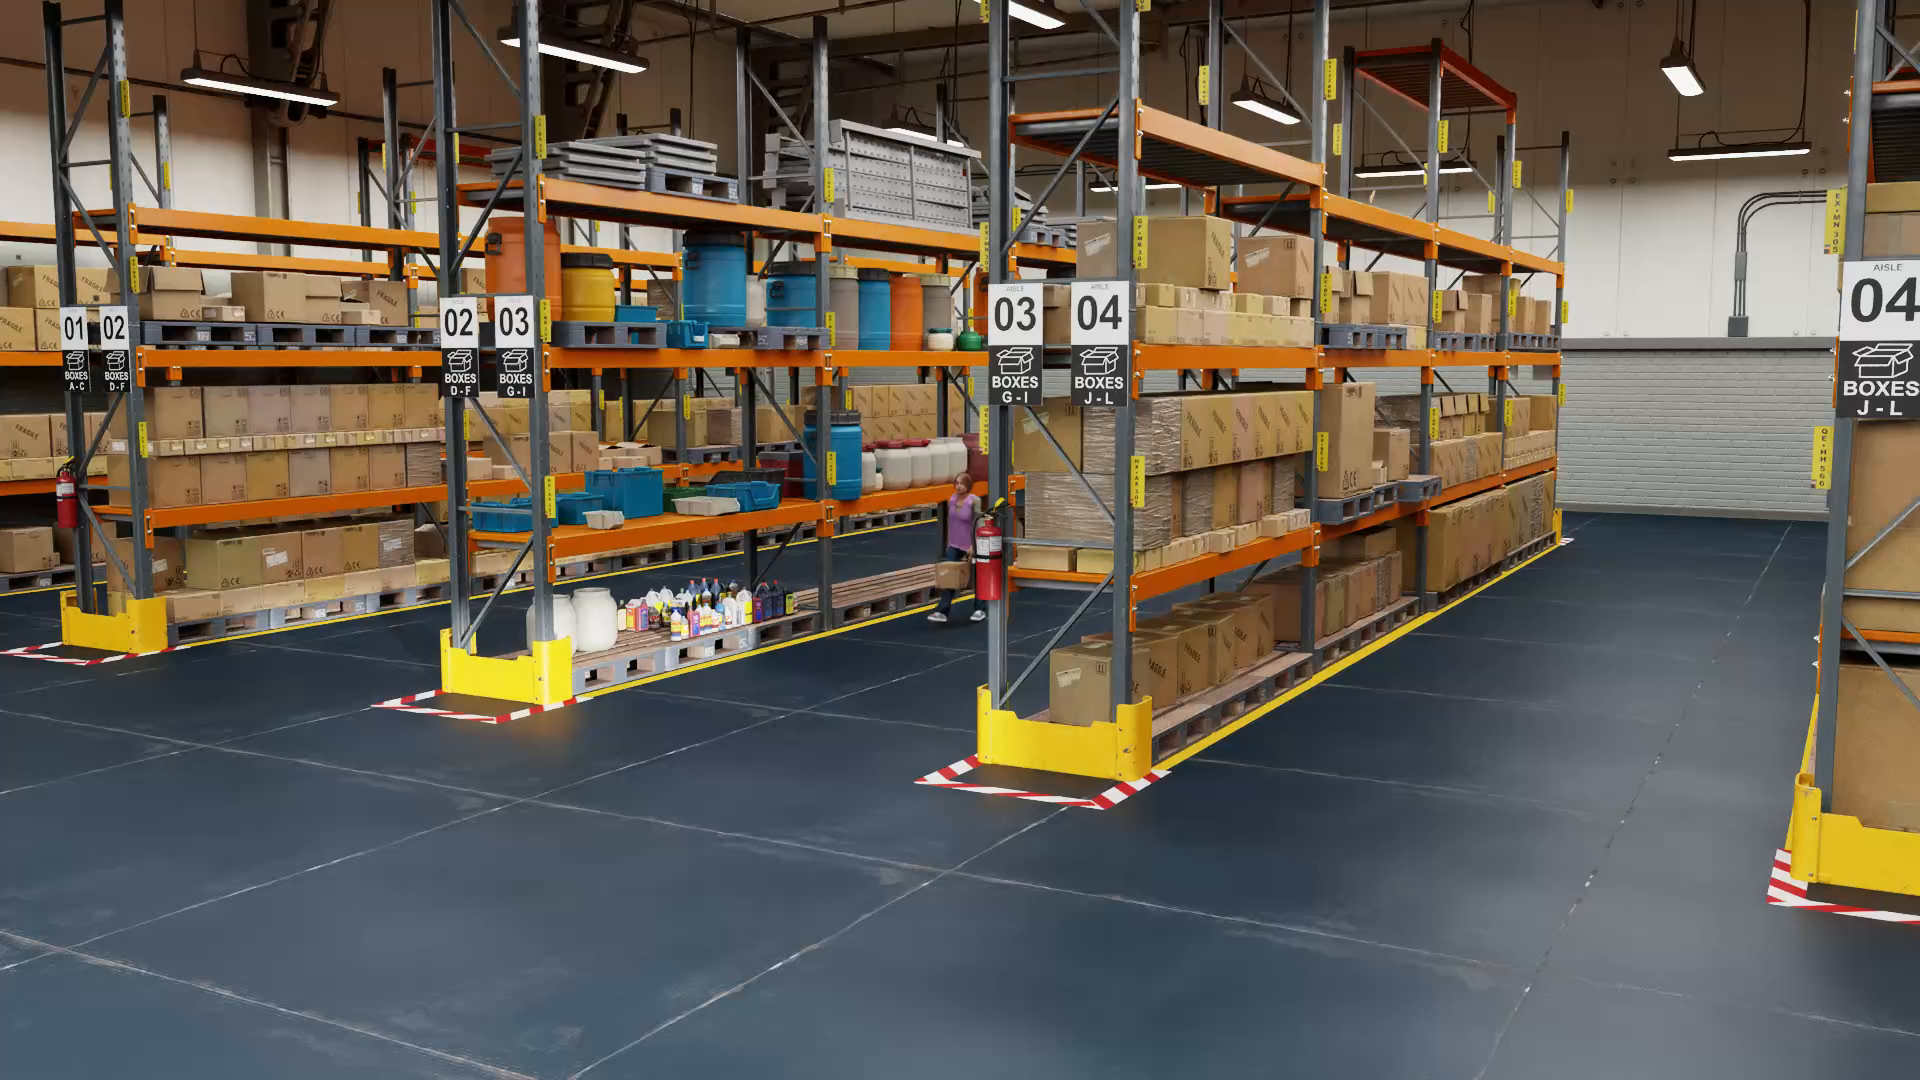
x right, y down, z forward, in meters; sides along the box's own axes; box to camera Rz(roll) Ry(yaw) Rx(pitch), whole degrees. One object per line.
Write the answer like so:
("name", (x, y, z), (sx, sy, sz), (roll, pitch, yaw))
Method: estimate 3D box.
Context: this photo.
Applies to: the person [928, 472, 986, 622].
("person", (0.027, 0.080, 16.977), (0.433, 1.558, 0.886), (3, 7, 28))
